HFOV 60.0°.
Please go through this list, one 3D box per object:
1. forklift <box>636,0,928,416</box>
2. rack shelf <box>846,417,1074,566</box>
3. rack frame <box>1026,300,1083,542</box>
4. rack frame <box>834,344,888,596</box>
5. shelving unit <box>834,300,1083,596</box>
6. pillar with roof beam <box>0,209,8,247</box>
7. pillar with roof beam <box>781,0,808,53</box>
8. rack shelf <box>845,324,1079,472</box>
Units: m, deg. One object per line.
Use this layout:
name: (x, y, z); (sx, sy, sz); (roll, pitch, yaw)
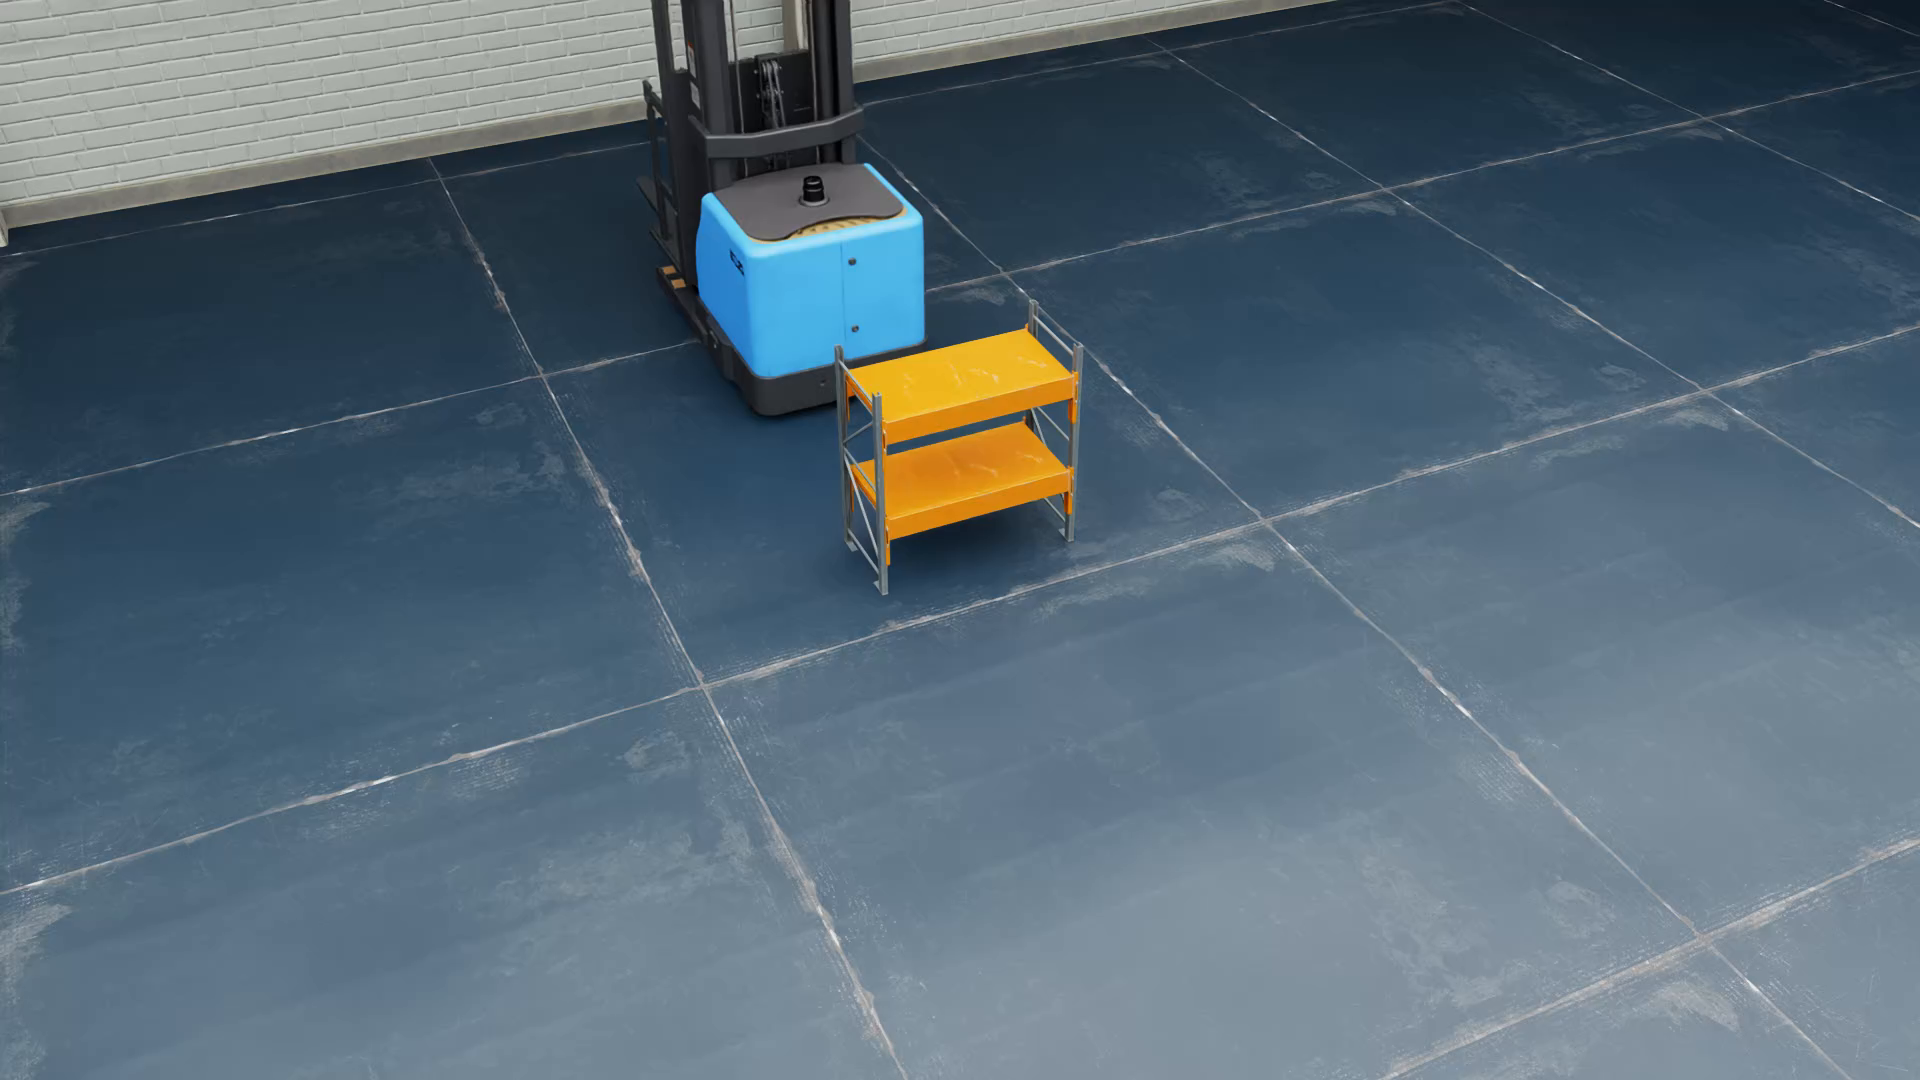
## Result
forklift: (-1.265, -2.736, 9.621); (1.130, 2.935, 3.031); (-16, 39, -20)
rack shelf: (-0.006, -0.254, 8.201); (1.000, 0.278, 0.538); (-16, 39, -20)
rack frame: (0.454, -0.579, 8.229); (0.032, 1.125, 0.500); (-16, 39, -20)
rack frame: (-0.466, -0.321, 7.882); (0.032, 1.125, 0.500); (-16, 39, -20)
shelving unit: (-0.006, -0.450, 8.056); (1.048, 1.125, 0.538); (-16, 39, -20)
pillar with roof beam: (-4.729, -3.279, 5.260); (0.400, 9.000, 9.100); (-16, 39, -20)
pillar with roof beam: (0.703, -4.797, 7.307); (0.400, 9.000, 9.100); (-16, 39, -20)
rack shelf: (-0.006, -0.685, 7.881); (1.000, 0.278, 0.538); (-16, 39, -20)
